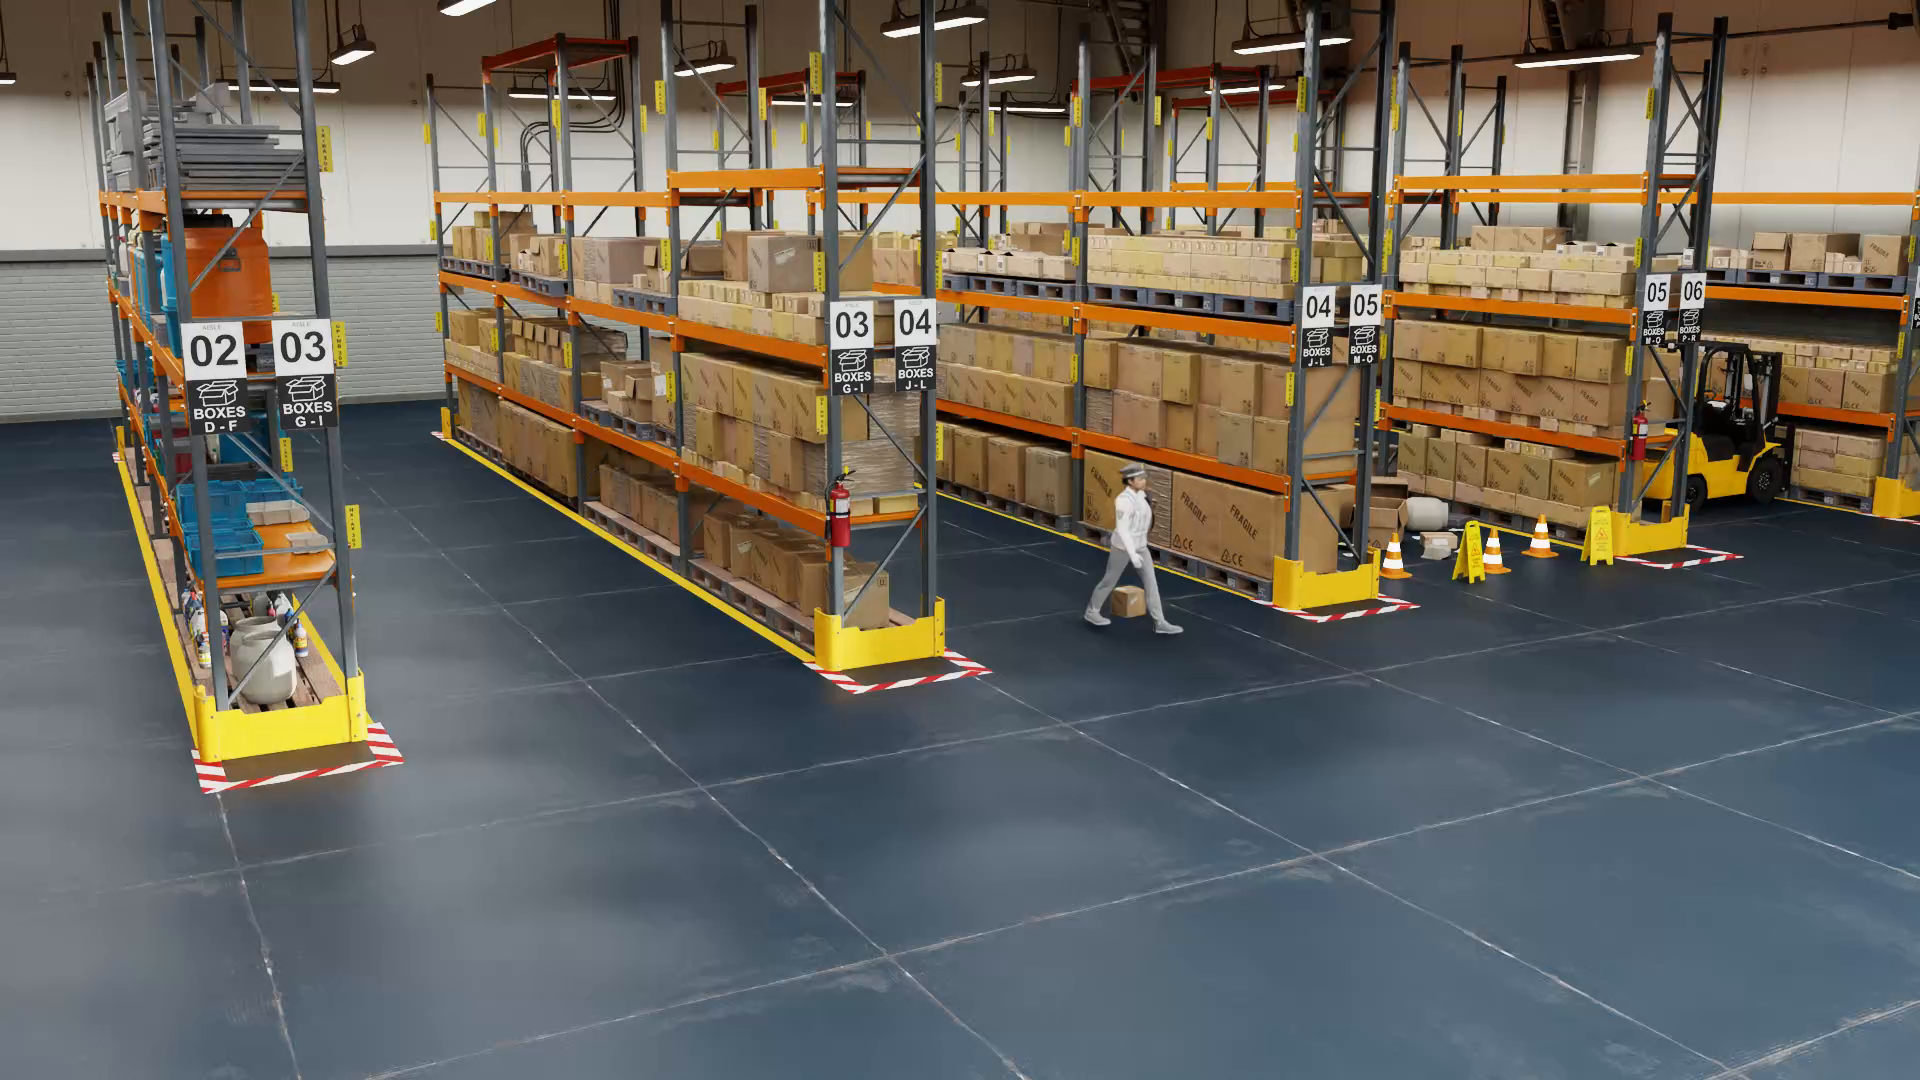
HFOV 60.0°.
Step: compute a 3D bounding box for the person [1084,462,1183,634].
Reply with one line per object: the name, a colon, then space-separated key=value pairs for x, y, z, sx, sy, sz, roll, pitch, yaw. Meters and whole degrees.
person: x=1.612 y=0.062 z=15.568 sx=1.016 sy=1.617 sz=0.481 roll=10 pitch=16 yaw=41
